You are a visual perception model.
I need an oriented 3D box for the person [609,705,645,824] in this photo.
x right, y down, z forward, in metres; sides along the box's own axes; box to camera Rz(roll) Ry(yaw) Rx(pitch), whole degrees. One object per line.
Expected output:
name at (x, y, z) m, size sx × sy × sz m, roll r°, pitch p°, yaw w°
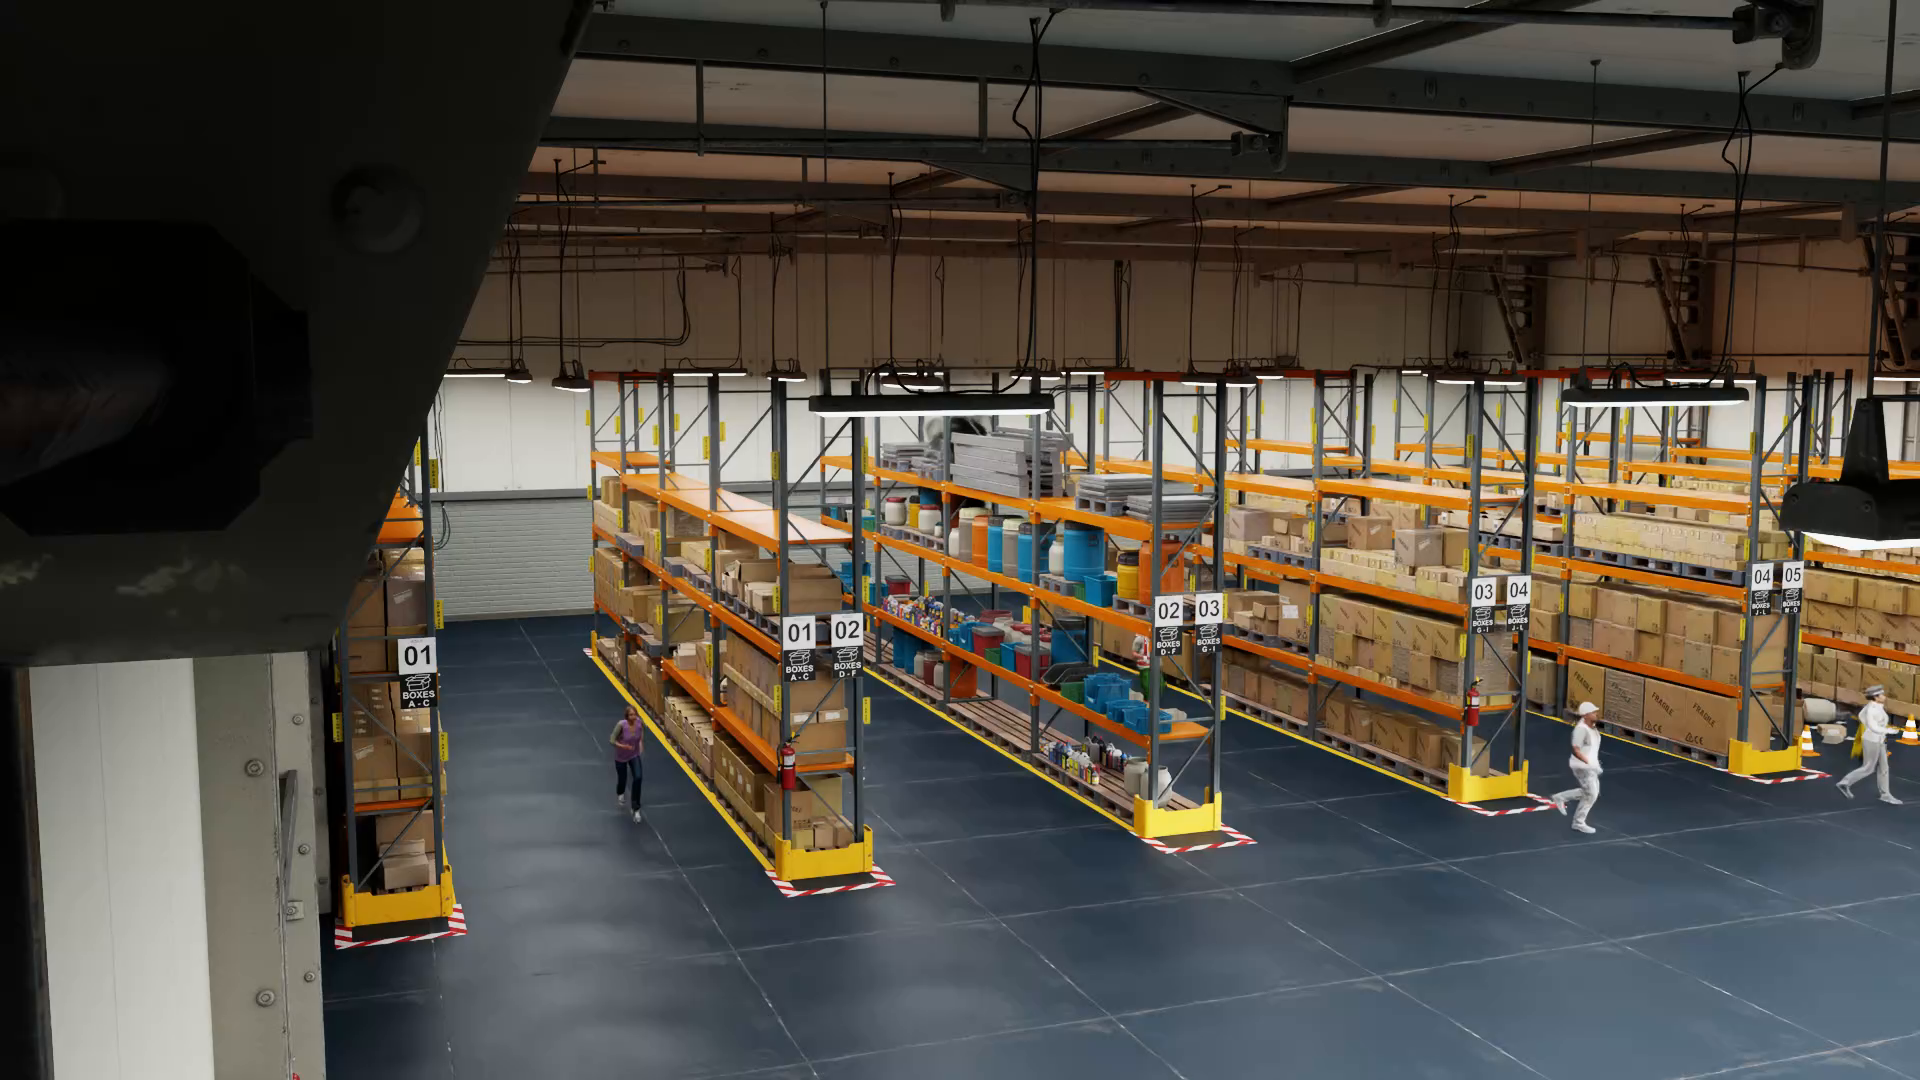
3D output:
person at (-4.569, 3.012, 22.810) m, size 0.533 × 1.596 × 0.951 m, roll -3°, pitch 7°, yaw -24°

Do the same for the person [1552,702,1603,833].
person at (8.246, 3.005, 22.158) m, size 0.669 × 1.757 × 0.695 m, roll 4°, pitch 7°, yaw 30°

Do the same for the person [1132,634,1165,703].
person at (3.328, 2.224, 28.980) m, size 0.643 × 1.740 × 0.582 m, roll -4°, pitch 7°, yaw -30°

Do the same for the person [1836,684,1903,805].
person at (12.872, 2.862, 23.454) m, size 0.834 × 1.684 × 0.625 m, roll 4°, pitch 8°, yaw 33°
